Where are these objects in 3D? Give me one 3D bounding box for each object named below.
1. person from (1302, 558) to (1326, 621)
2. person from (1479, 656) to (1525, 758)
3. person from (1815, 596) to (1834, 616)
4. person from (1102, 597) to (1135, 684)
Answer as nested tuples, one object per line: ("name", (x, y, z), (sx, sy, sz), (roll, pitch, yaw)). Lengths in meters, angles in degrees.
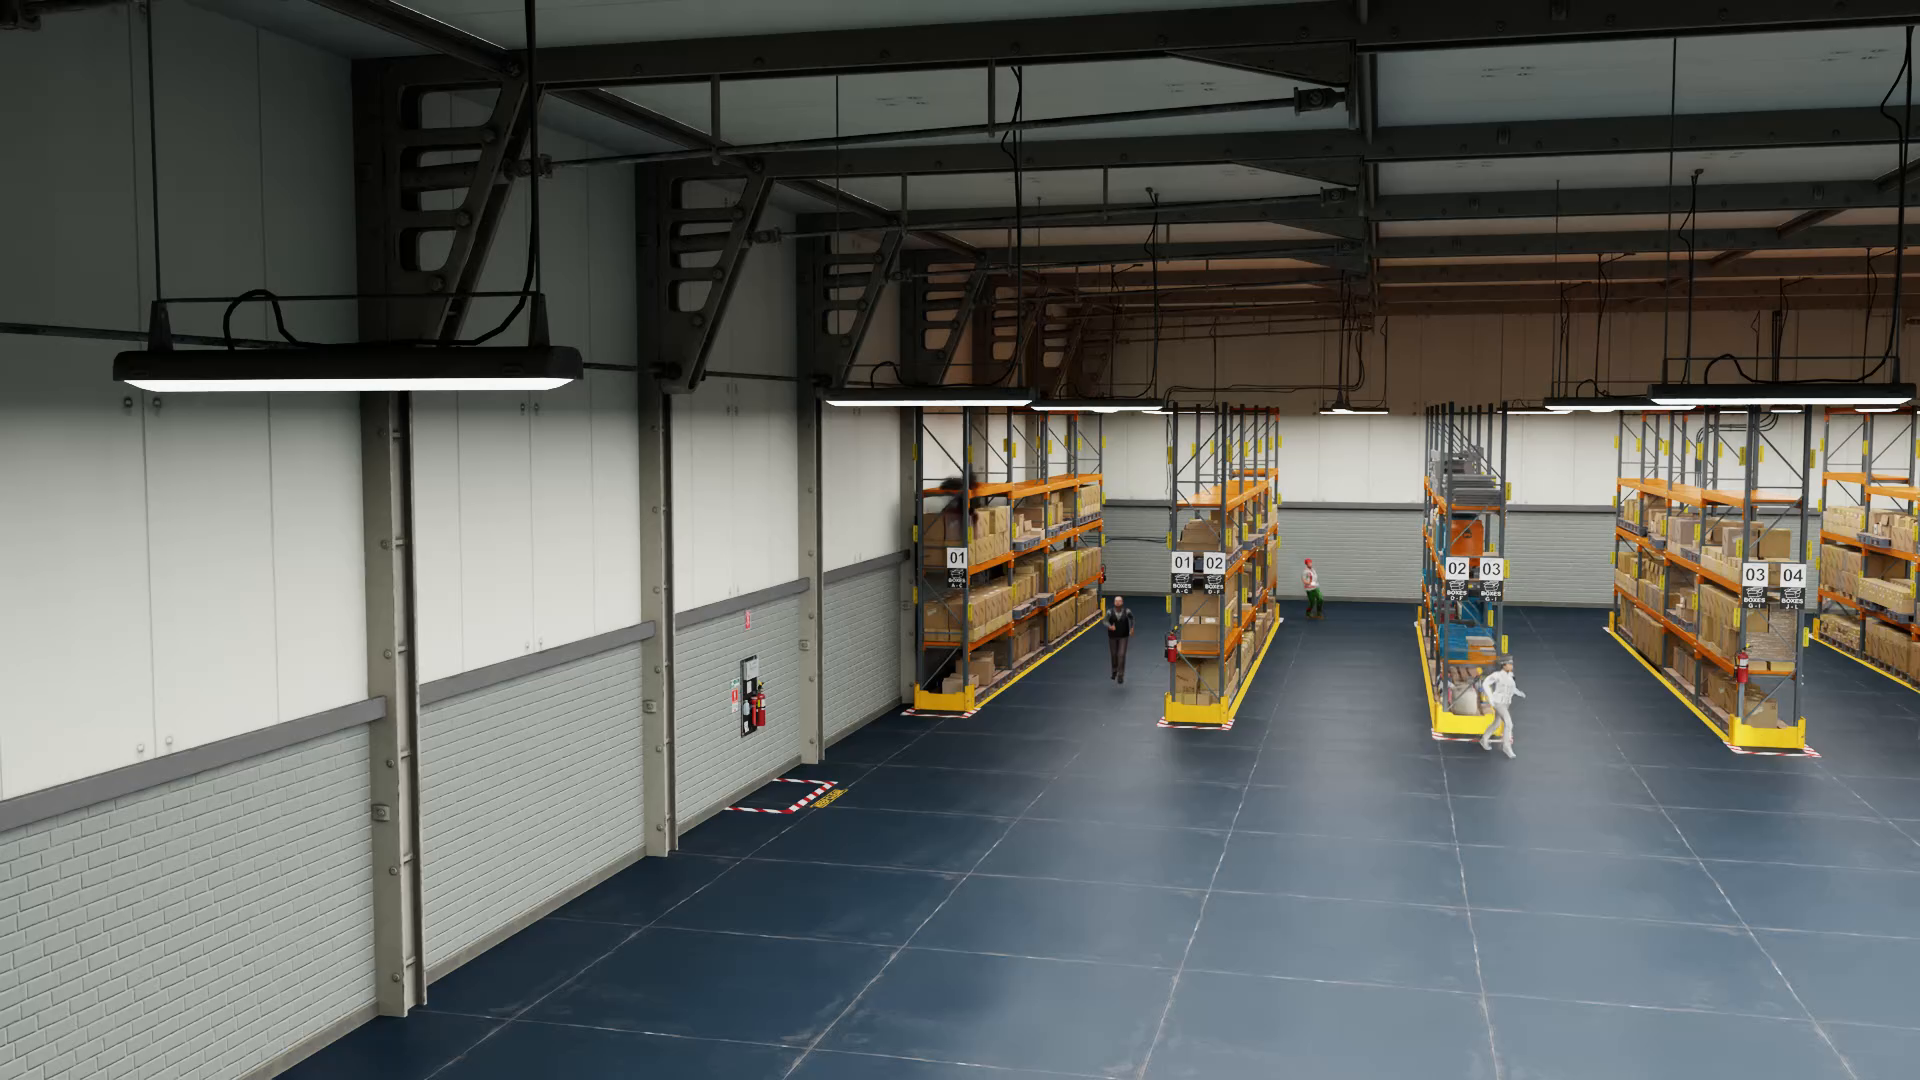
("person", (9.879, 1.399, 46.860), (0.688, 1.777, 0.655), (-3, 5, -37))
("person", (9.188, 2.804, 28.230), (0.551, 1.718, 0.822), (-4, 6, -42))
("person", (23.012, 1.699, 44.217), (0.453, 1.547, 0.603), (3, 5, 37))
("person", (3.285, 2.049, 34.451), (0.676, 1.768, 0.822), (1, 4, 7))
